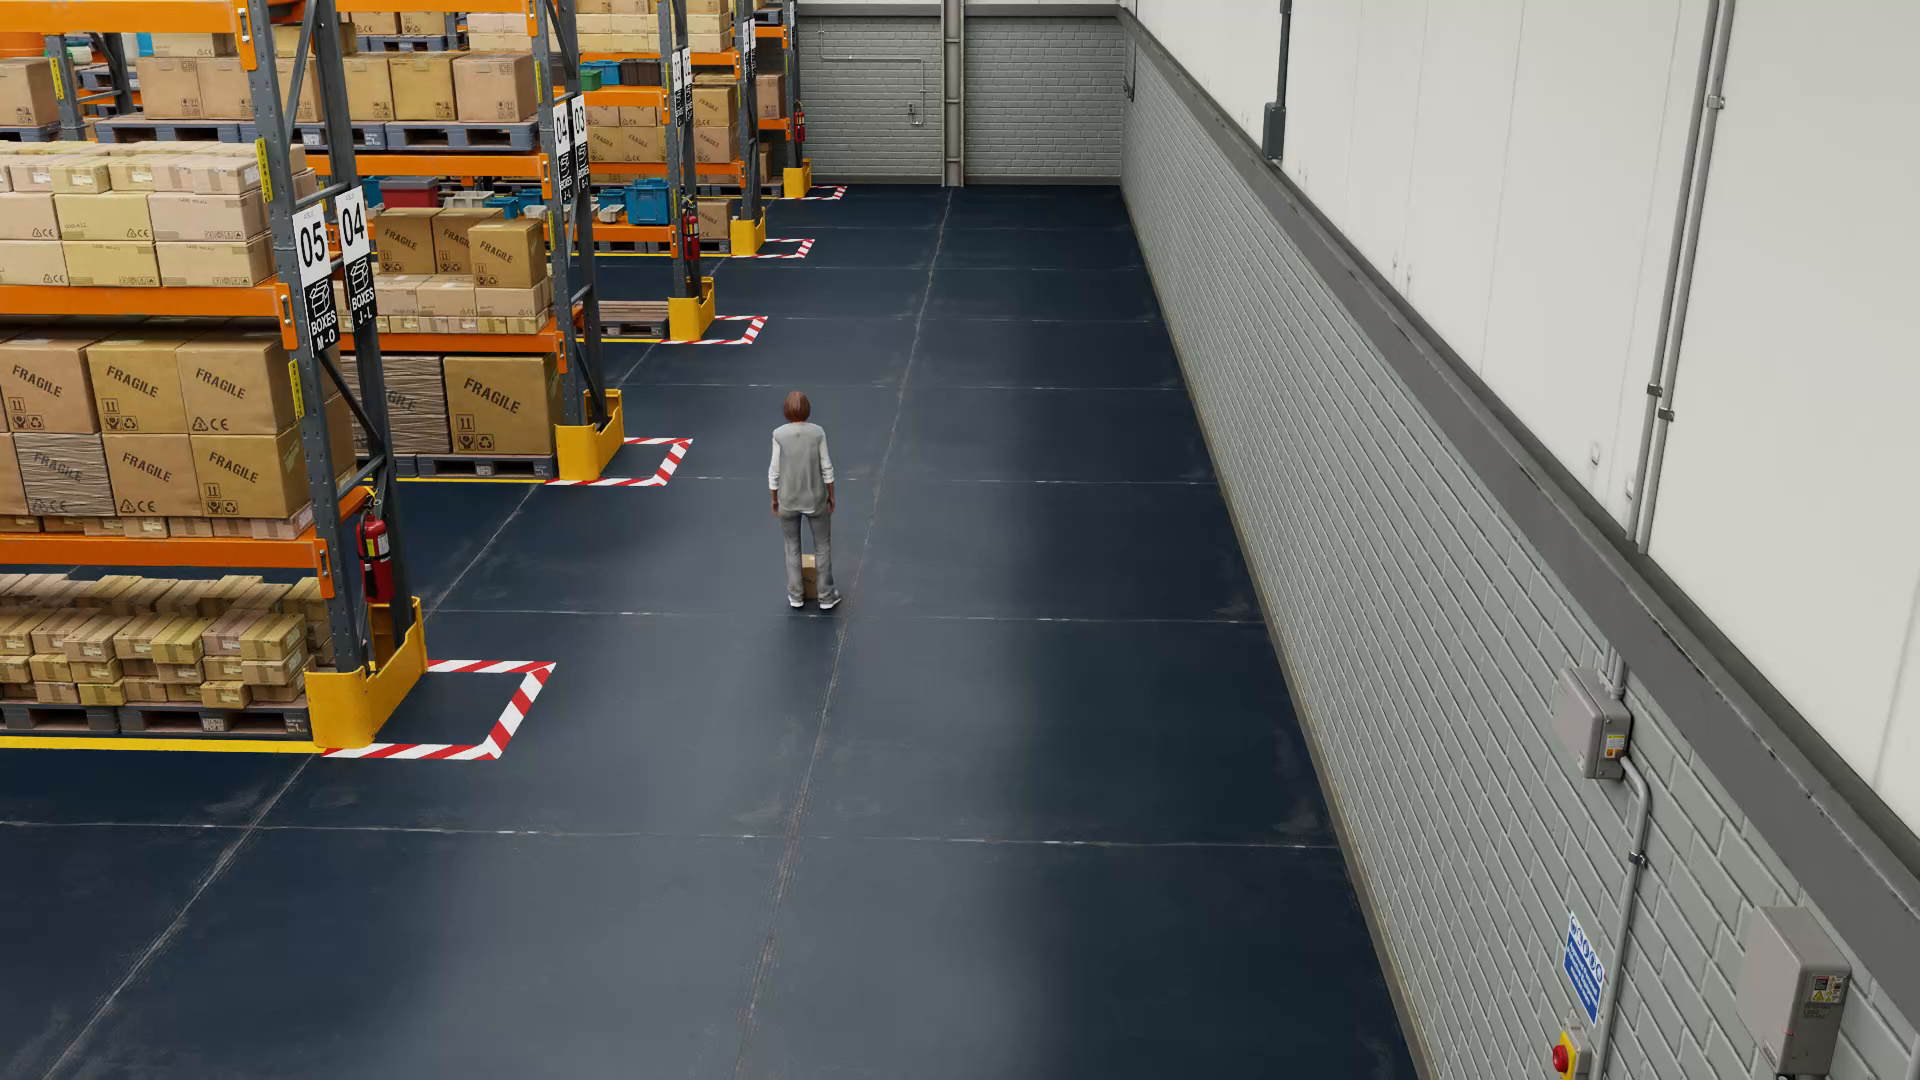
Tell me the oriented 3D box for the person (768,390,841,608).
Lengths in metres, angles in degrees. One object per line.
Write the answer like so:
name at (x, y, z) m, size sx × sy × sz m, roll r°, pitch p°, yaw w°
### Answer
person at (-1.110, -0.274, 11.810) m, size 0.480 × 1.592 × 0.378 m, roll -1°, pitch 21°, yaw -2°
